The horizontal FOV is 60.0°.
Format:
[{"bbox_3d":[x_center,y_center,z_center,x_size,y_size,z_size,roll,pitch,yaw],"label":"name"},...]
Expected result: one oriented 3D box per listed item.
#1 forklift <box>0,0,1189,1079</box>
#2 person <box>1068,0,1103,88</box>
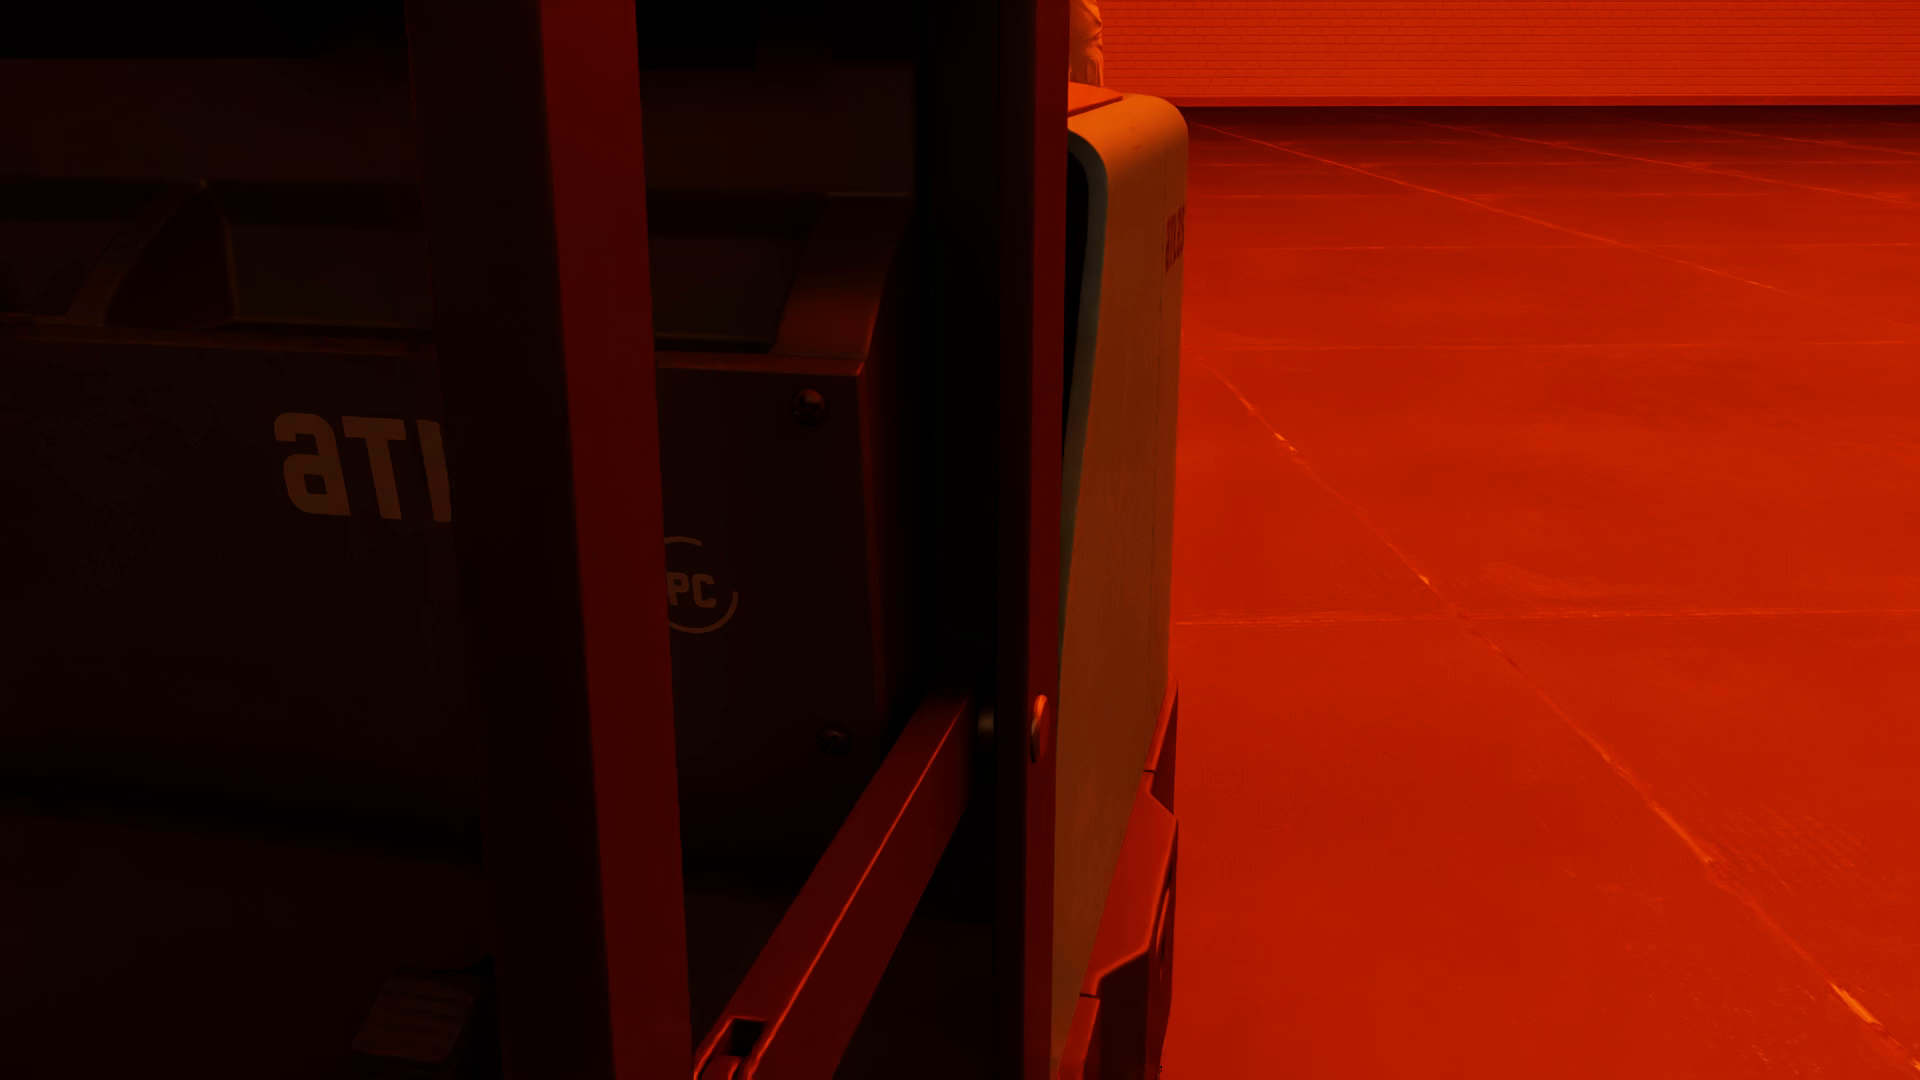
[{"bbox_3d":[-0.533,-0.540,0.674,1.130,2.935,3.031,4,17,12],"label":"forklift"},{"bbox_3d":[0.004,-0.874,3.717,0.633,1.775,0.566,-1,17,-3],"label":"person"}]
